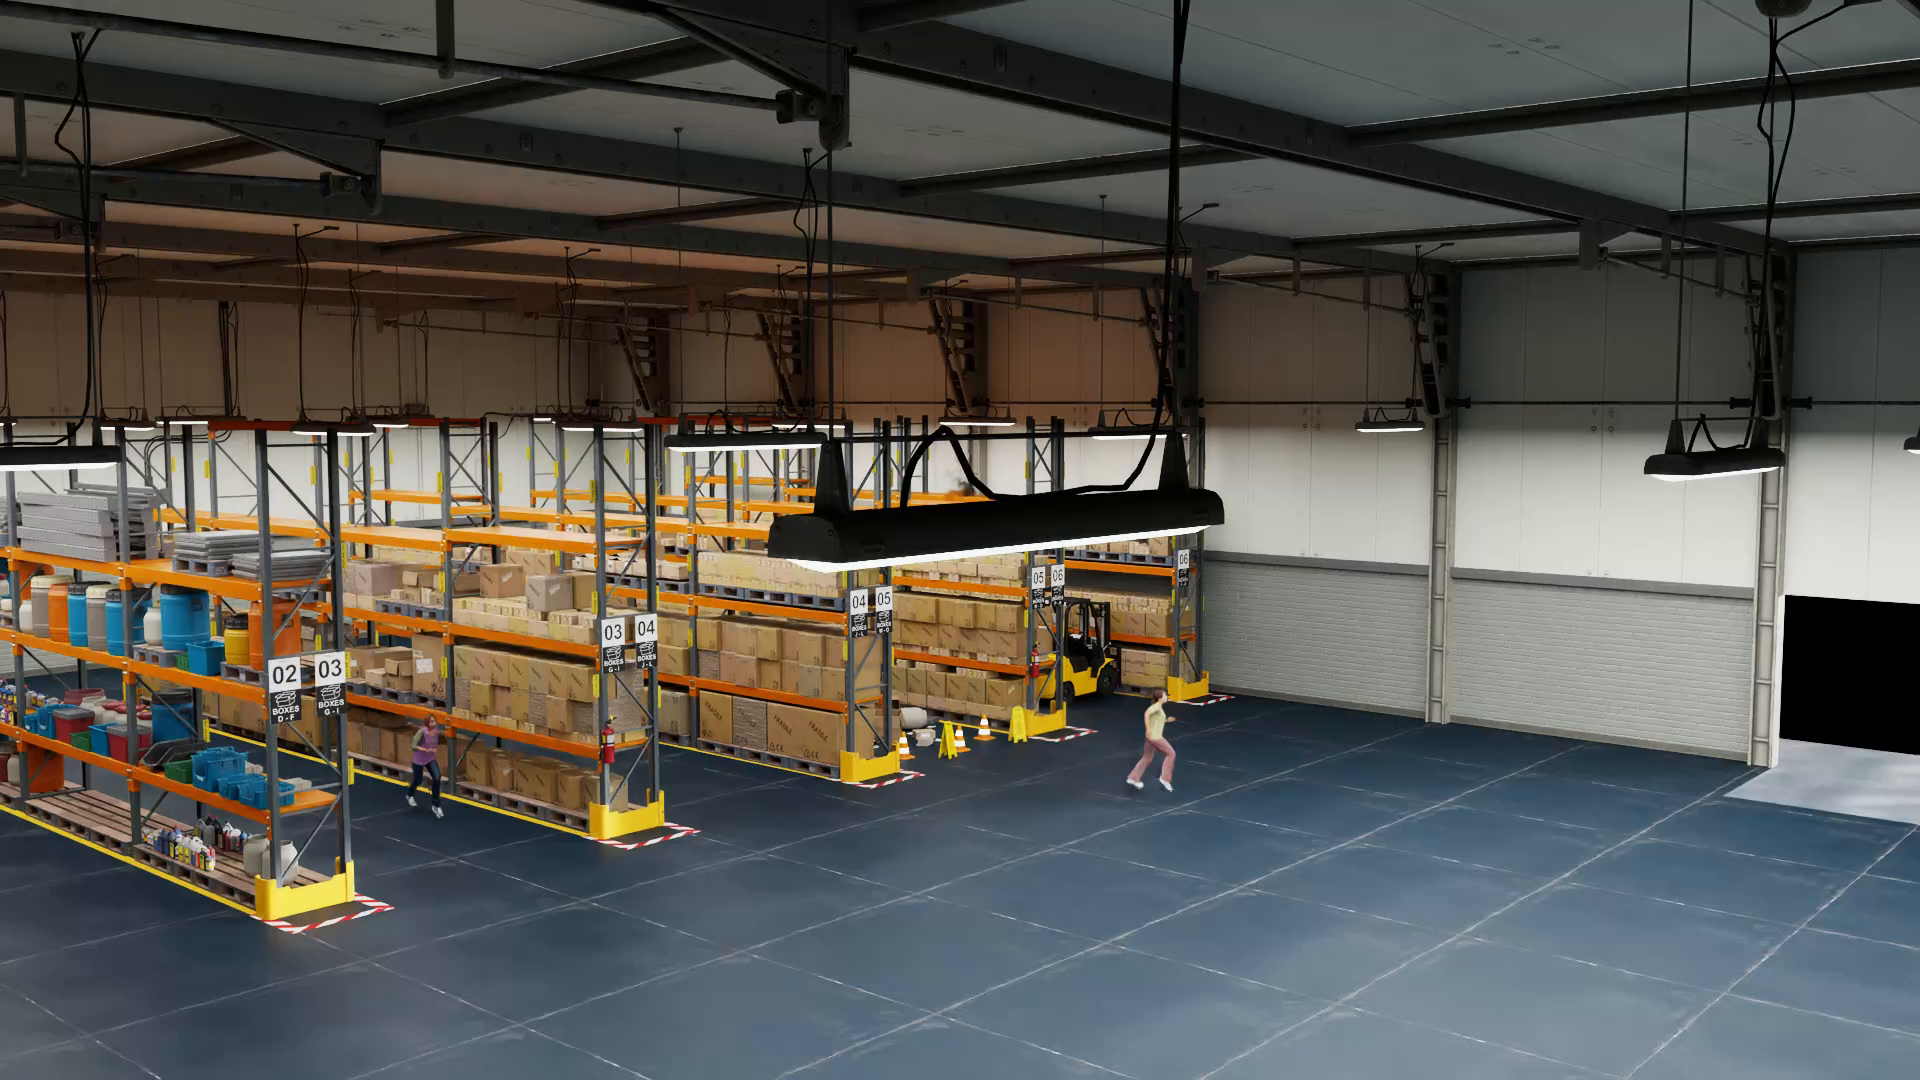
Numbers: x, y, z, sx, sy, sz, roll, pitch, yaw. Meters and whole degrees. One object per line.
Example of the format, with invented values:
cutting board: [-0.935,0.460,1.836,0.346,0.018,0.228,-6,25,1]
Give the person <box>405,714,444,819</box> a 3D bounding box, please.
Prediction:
person: [-8.247,3.479,25.530,0.951,1.495,0.539,4,6,42]

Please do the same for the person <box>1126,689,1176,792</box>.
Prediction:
person: [3.108,3.261,27.009,0.817,1.693,0.599,0,5,-4]
